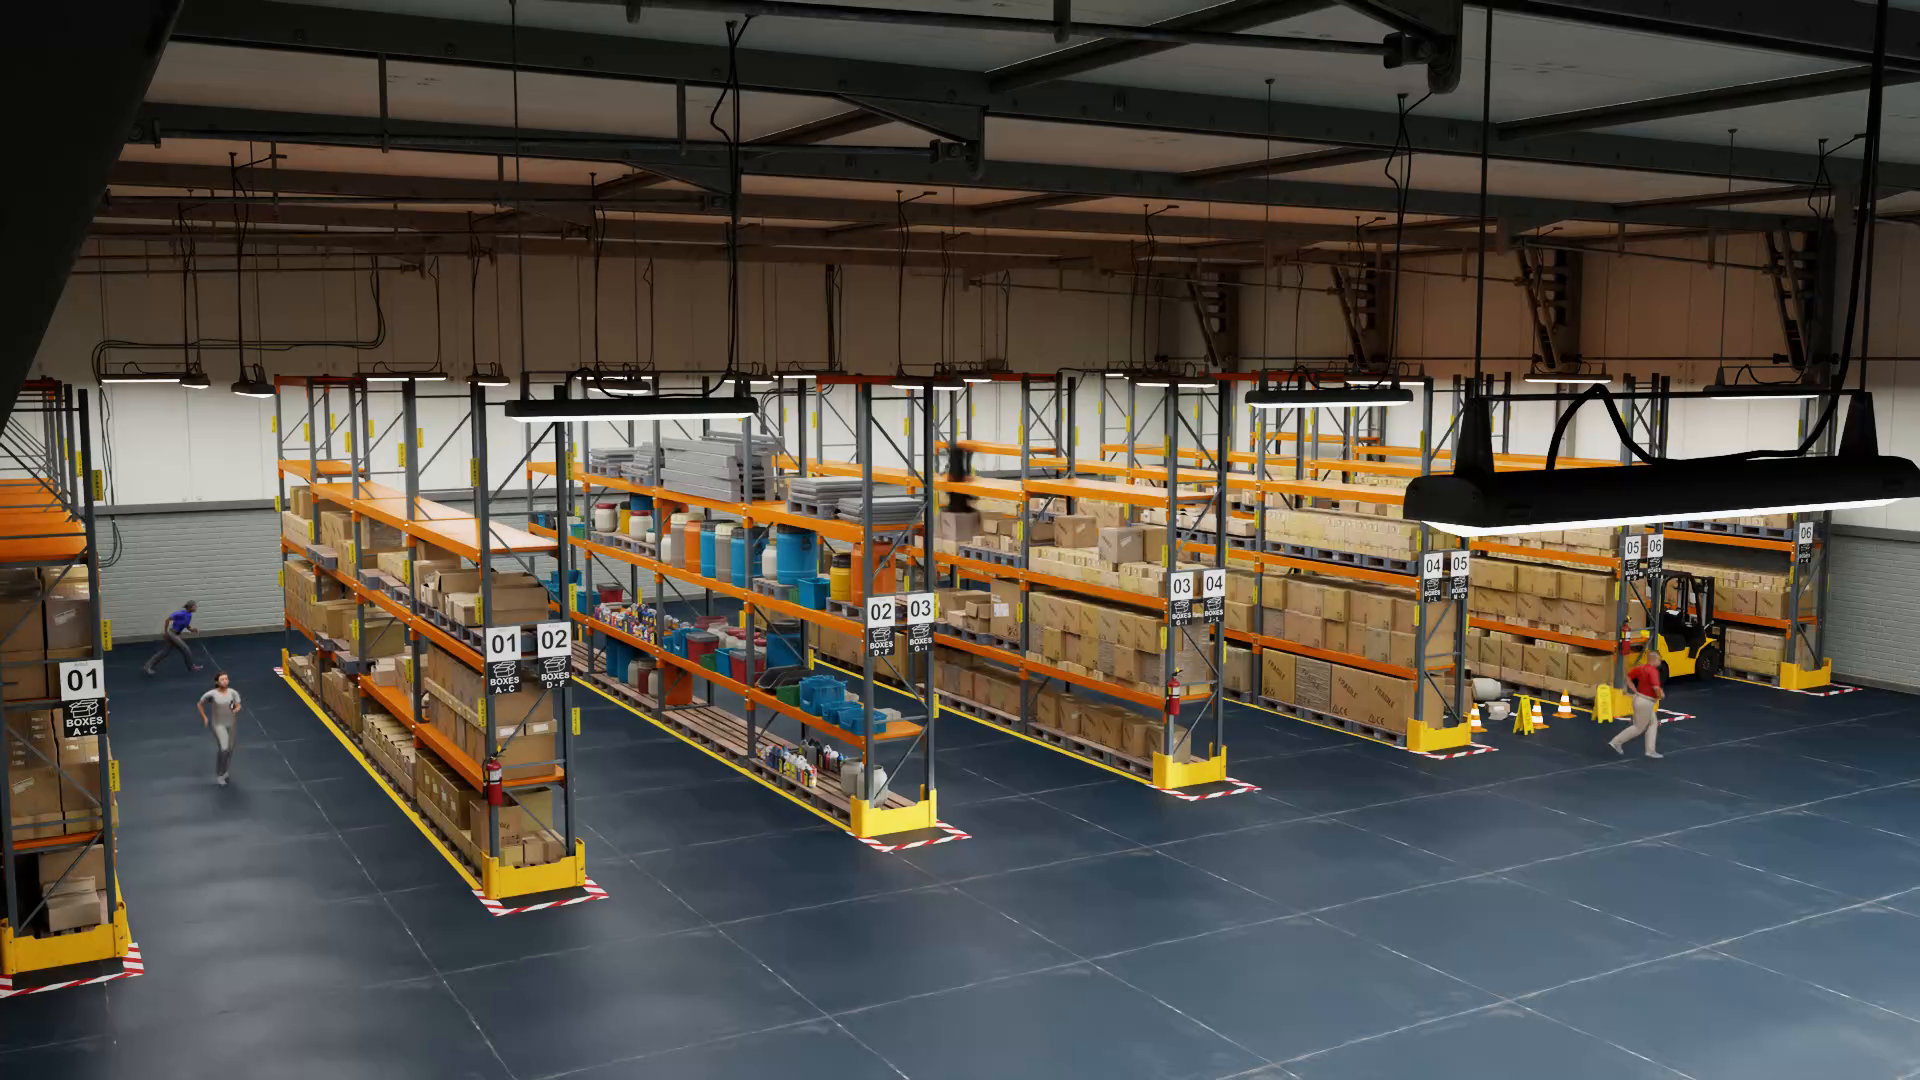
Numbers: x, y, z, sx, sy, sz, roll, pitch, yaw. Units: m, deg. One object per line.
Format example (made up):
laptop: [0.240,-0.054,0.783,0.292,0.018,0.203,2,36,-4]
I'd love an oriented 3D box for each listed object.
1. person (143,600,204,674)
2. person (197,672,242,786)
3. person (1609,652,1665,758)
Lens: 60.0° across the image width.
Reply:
person: [-15.740,1.944,33.248,1.135,1.435,0.581,-1,6,-8]
person: [-10.968,2.797,24.744,0.700,1.688,0.550,6,9,44]
person: [10.729,2.618,26.262,0.847,1.702,0.630,0,6,4]
